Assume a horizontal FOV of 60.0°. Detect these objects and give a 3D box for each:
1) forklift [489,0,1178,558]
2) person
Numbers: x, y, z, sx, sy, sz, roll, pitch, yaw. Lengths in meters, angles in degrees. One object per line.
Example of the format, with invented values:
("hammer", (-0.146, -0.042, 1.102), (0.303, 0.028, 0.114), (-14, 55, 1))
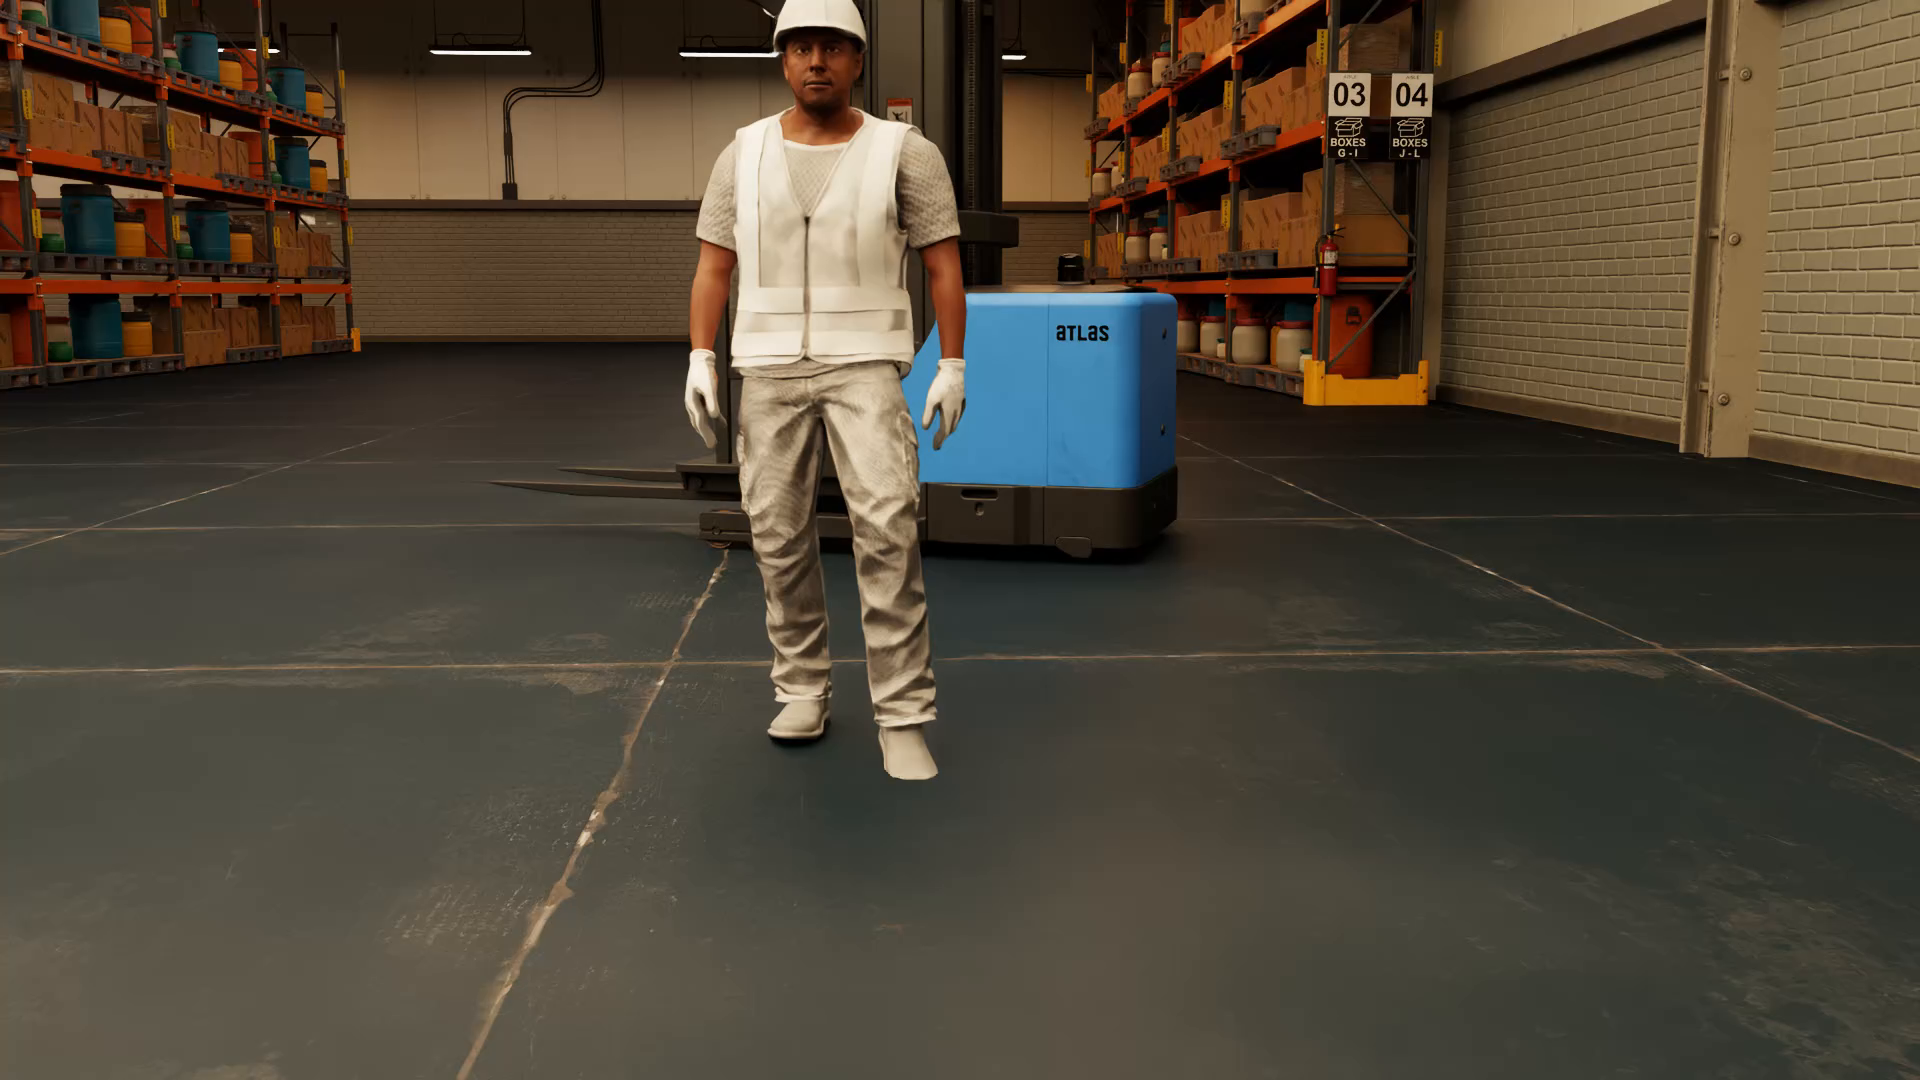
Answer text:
("forklift", (-0.603, -1.476, 7.273), (3.031, 2.935, 1.130), (3, 9, 16))
("person", (-0.323, -0.348, 3.849), (0.650, 1.823, 0.550), (1, 9, 8))
